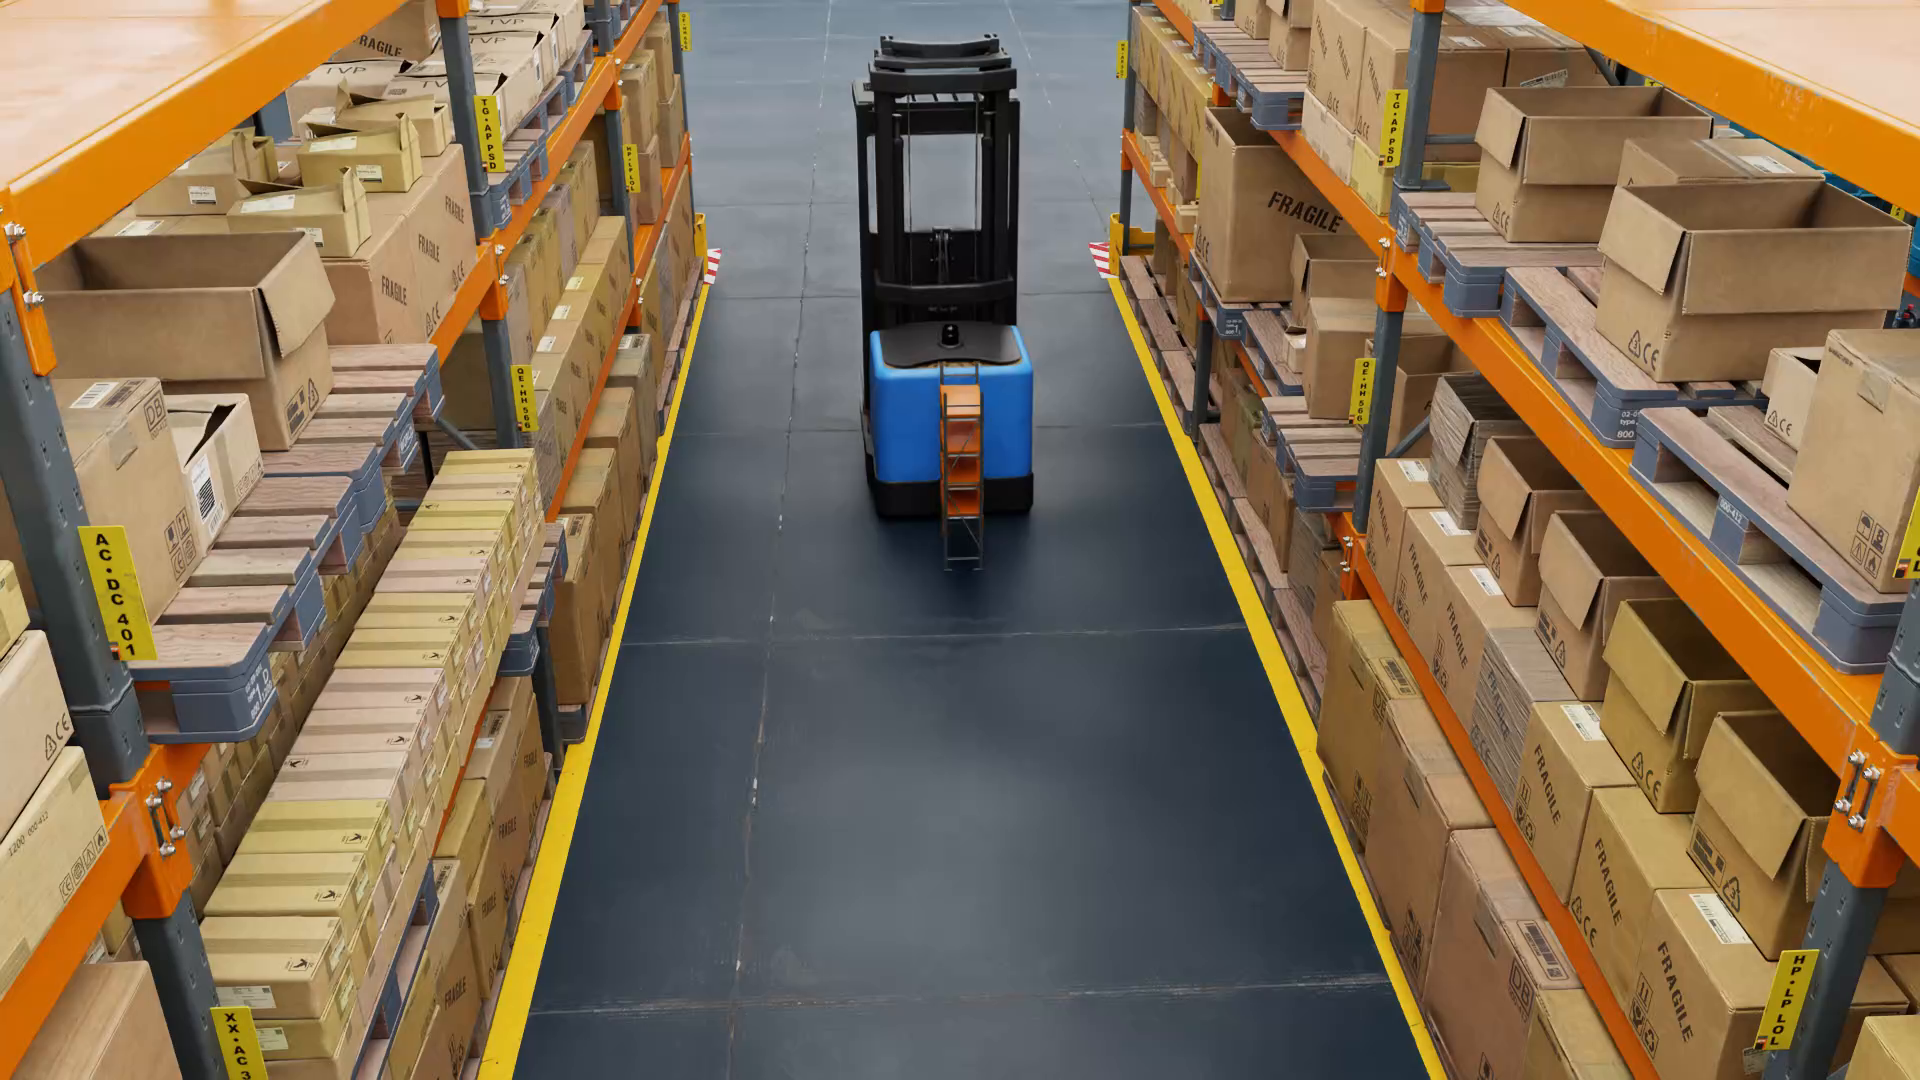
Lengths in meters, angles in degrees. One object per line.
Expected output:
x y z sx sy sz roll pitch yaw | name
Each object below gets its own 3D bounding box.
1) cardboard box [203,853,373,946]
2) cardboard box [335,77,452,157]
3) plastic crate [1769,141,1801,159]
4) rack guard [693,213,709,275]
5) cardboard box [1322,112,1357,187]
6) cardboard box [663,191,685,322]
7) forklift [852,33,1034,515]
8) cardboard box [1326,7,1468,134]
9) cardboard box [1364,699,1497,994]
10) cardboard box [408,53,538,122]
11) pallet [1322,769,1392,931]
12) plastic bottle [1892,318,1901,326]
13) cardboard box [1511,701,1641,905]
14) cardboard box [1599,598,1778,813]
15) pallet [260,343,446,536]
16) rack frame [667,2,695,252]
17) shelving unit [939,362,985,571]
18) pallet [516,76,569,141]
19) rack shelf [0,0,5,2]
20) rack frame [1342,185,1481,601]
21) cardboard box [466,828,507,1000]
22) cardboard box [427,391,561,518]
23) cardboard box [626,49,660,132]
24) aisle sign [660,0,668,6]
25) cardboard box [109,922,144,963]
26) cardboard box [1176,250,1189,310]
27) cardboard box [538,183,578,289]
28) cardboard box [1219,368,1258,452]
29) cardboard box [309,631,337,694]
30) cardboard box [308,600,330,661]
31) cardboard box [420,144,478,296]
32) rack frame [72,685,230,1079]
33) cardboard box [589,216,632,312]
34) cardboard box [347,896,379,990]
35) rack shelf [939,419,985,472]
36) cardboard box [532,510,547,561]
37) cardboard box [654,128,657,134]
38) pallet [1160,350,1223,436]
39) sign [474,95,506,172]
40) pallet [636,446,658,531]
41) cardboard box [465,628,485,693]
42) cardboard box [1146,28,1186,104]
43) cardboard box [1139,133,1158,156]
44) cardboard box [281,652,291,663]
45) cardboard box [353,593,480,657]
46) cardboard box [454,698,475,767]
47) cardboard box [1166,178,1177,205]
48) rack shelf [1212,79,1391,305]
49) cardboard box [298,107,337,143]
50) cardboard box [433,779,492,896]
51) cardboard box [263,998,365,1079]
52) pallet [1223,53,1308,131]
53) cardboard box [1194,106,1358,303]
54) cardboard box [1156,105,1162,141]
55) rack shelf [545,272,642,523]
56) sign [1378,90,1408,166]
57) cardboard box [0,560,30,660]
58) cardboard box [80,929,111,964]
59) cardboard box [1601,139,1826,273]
-1.919 1.032 4.764 0.380 0.149 0.250 -1 28 -1 | cardboard box
-2.266 -1.688 6.626 0.396 0.266 0.258 -1 28 -3 | cardboard box
7.294 -3.452 14.349 0.499 0.251 0.408 -1 28 -3 | plastic crate
-2.965 -2.752 15.549 1.175 0.500 0.348 -1 28 -3 | rack guard
2.103 -1.934 8.195 0.500 0.250 0.500 -1 28 -3 | cardboard box
-2.815 -2.376 13.967 0.875 0.875 0.875 -2 28 -3 | cardboard box
-0.170 -2.113 11.694 1.130 2.935 3.031 -3 28 -5 | forklift
2.100 -2.275 8.038 0.500 0.500 0.500 -1 28 -3 | cardboard box
2.466 1.259 6.999 1.225 0.875 0.875 -1 28 -2 | cardboard box
-2.390 -2.220 8.181 0.500 0.250 0.500 -1 28 -1 | cardboard box
2.378 1.374 7.949 1.003 0.211 1.213 -1 28 -3 | pallet
7.394 -1.627 13.163 0.097 0.271 0.097 0 28 0 | plastic bottle
2.271 0.896 5.743 0.500 0.500 0.500 -2 28 -3 | cardboard box
2.555 0.518 5.383 0.797 0.503 0.637 -1 28 -2 | cardboard box
-2.320 -0.321 5.144 1.213 0.211 1.003 -1 28 -3 | pallet
-2.964 -3.850 14.949 1.000 3.000 0.127 -1 28 -3 | rack frame
0.009 -0.456 10.388 0.258 1.200 0.503 -1 28 -3 | shelving unit
-2.694 -2.214 8.774 1.003 0.211 1.213 0 28 0 | pallet
-7.797 -3.771 12.333 1.077 0.370 4.000 -1 28 -3 | rack shelf
2.412 -0.228 8.006 1.000 3.000 0.127 -1 28 -3 | rack frame
-2.184 1.548 6.849 0.500 0.500 0.500 -3 28 -5 | cardboard box
-2.300 -0.413 8.253 0.500 0.500 0.500 -1 28 -2 | cardboard box
-2.811 -3.467 12.886 0.875 0.550 0.500 -1 28 -3 | cardboard box
-2.668 -5.042 14.425 0.394 0.787 0.004 -1 28 -3 | aisle sign
-2.570 1.185 4.793 0.380 0.149 0.250 -1 28 -2 | cardboard box
2.090 -2.147 13.934 0.500 0.500 0.500 1 28 2 | cardboard box
-2.668 -1.790 9.811 0.700 0.500 0.500 -1 28 -2 | cardboard box
2.214 -0.878 11.479 0.700 0.500 0.500 -3 28 -7 | cardboard box
-2.664 0.478 6.470 0.380 0.149 0.250 -1 28 -1 | cardboard box
-2.662 0.346 6.401 0.380 0.149 0.250 -1 28 -3 | cardboard box
-2.263 -1.272 6.655 0.500 0.500 0.500 -1 28 -3 | cardboard box
-2.337 1.692 4.324 1.000 3.000 0.127 -1 28 -3 | rack frame
-2.461 -1.812 10.935 0.500 0.500 0.500 -2 28 -3 | cardboard box
-1.914 1.173 4.816 0.380 0.149 0.250 -2 28 -4 | cardboard box
0.009 -0.594 10.316 0.258 0.148 0.480 -1 28 -3 | rack shelf
-2.061 -0.013 7.411 0.380 0.149 0.250 -1 28 -2 | cardboard box
-2.945 -3.231 13.601 0.875 0.550 0.550 -1 28 -3 | cardboard box
2.133 -1.148 12.786 1.003 0.211 1.213 -1 28 -3 | pallet
-2.004 -1.726 7.076 0.100 0.325 0.005 -1 28 -3 | sign
-2.640 -0.411 11.373 1.003 0.211 1.213 -1 28 -3 | pallet
-1.996 0.451 6.200 0.380 0.149 0.250 -1 28 -1 | cardboard box
1.798 -3.820 13.381 0.500 0.500 0.500 -1 28 -3 | cardboard box
1.763 -3.442 14.440 0.380 0.149 0.250 -1 28 -3 | cardboard box
-2.645 0.331 6.107 0.380 0.149 0.250 -1 28 -1 | cardboard box
-1.998 0.319 6.131 0.380 0.149 0.250 0 28 0 | cardboard box
-1.982 0.705 6.034 0.380 0.149 0.250 -3 28 -5 | cardboard box
1.835 -2.749 13.111 0.380 0.149 0.250 -1 28 -3 | cardboard box
2.308 -2.163 9.250 1.077 0.370 4.000 -1 28 -3 | rack shelf
-2.797 -1.883 7.626 0.380 0.166 0.250 -1 28 -3 | cardboard box
-2.201 1.212 6.683 0.500 0.250 0.500 -1 28 -1 | cardboard box
-1.899 1.424 4.655 0.380 0.149 0.250 -3 28 -5 | cardboard box
2.187 -2.556 9.428 1.213 0.211 1.003 -1 28 -3 | pallet
2.105 -2.157 10.602 1.000 1.000 1.000 -1 28 -2 | cardboard box
2.142 -3.616 14.072 0.875 0.500 0.500 -1 28 -3 | cardboard box
-2.651 -0.760 9.803 1.077 0.370 4.000 -1 28 -3 | rack shelf
1.870 -1.775 7.169 0.100 0.325 0.005 -1 28 -3 | sign
-2.048 0.168 3.193 0.380 0.149 0.250 -3 28 -5 | cardboard box
-2.553 1.173 4.494 0.380 0.149 0.250 0 28 0 | cardboard box
2.649 -1.112 5.895 0.500 0.500 0.500 0 28 0 | cardboard box
